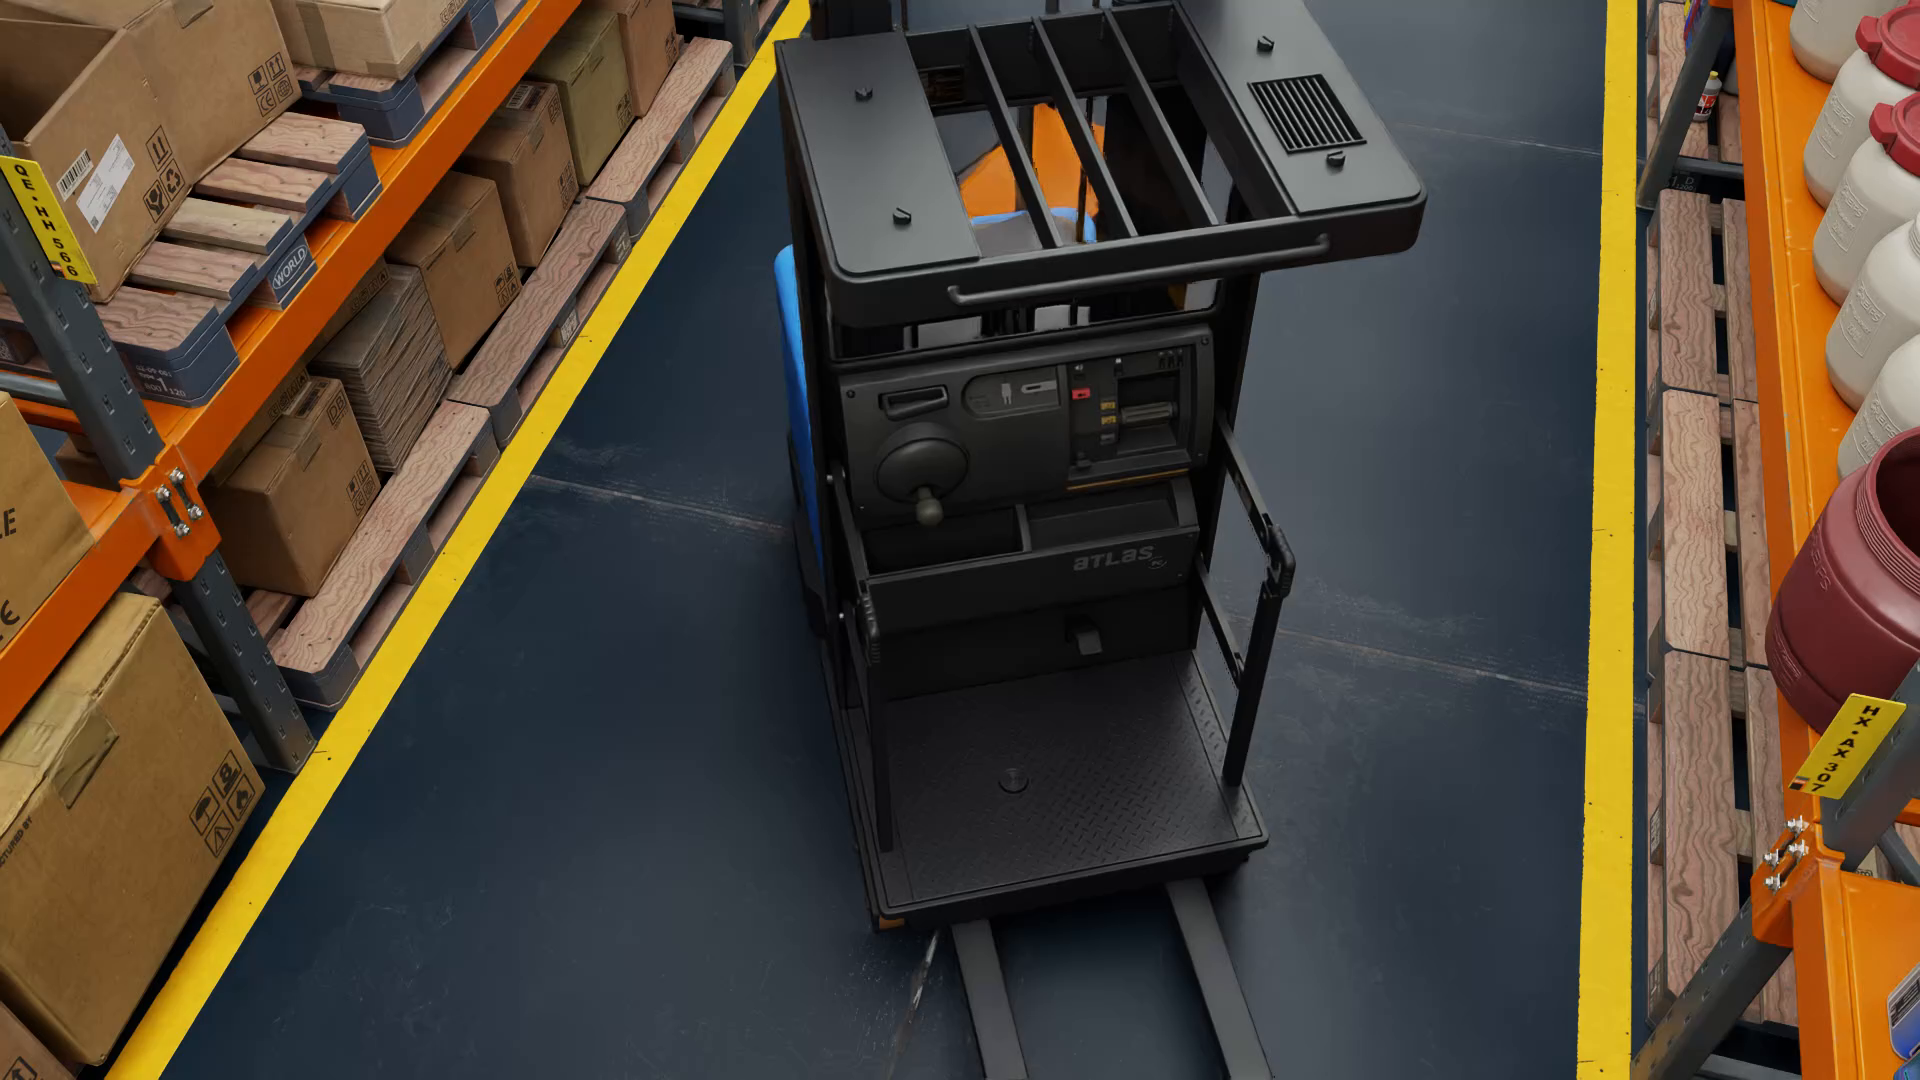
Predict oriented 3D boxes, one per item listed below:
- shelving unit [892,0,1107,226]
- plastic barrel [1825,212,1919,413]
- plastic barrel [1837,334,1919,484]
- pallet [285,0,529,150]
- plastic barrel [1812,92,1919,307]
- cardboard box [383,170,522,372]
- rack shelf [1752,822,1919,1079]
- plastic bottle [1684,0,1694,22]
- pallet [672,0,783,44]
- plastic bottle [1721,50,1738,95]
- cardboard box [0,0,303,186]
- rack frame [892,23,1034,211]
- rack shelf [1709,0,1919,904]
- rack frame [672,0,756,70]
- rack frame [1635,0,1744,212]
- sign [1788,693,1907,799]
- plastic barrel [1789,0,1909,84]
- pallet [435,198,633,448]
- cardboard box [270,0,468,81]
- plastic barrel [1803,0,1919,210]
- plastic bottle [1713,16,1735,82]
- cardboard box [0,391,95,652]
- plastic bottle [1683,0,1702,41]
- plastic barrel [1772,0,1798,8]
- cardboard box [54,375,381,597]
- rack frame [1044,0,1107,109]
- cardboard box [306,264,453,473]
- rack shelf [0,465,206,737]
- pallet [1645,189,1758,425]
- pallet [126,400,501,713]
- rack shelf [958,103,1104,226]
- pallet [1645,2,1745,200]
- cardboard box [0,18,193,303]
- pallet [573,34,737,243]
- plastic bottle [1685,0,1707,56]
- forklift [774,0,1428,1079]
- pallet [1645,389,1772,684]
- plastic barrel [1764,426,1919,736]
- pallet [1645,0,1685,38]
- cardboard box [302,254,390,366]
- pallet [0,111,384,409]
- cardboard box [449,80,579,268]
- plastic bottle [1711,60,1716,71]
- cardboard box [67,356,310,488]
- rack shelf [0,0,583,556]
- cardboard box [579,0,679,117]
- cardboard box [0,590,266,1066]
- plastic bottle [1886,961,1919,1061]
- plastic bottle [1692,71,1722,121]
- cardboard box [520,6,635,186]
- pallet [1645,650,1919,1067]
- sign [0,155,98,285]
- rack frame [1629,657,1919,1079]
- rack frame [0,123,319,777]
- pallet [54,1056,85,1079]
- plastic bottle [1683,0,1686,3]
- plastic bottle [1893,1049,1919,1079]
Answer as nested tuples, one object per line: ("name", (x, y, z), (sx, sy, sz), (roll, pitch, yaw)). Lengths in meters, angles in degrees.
("shelving unit", (0.264, -1.323, 5.917), (0.587, 1.500, 1.083), (24, 53, 20))
("plastic barrel", (2.453, -0.560, 4.169), (0.421, 0.512, 0.421), (0, 49, 0))
("plastic barrel", (2.343, -0.255, 3.900), (0.421, 0.512, 0.421), (0, 49, 0))
("pallet", (-2.019, -1.786, 5.454), (1.003, 0.211, 1.213), (12, 50, 10))
("plastic barrel", (2.560, -0.878, 4.434), (0.433, 0.535, 0.433), (0, 49, 0))
("cardboard box", (-2.067, -1.032, 6.034), (0.700, 0.500, 0.500), (15, 50, 13))
("rack shelf", (1.751, 2.253, 2.241), (1.077, 0.370, 4.000), (12, 50, 10))
("plastic bottle", (3.358, -2.490, 7.420), (0.144, 0.351, 0.185), (11, 50, 10))
("pallet", (-1.305, -2.873, 8.145), (1.003, 0.211, 1.213), (12, 50, 10))
("plastic bottle", (3.361, -2.089, 7.066), (0.144, 0.351, 0.185), (12, 50, 10))
("cardboard box", (-2.346, -1.404, 4.641), (0.700, 0.500, 0.500), (18, 51, 16))
("rack frame", (0.005, -1.003, 5.635), (0.500, 1.500, 0.032), (24, 53, 20))
("rack shelf", (2.804, -0.641, 4.795), (1.077, 0.370, 4.000), (12, 50, 10))
("rack frame", (-1.448, -3.303, 6.664), (1.000, 3.000, 0.127), (12, 50, 10))
("rack frame", (3.331, -2.325, 5.802), (1.000, 3.000, 0.127), (12, 50, 10))
("sign", (1.745, 0.410, 3.278), (0.100, 0.325, 0.005), (12, 50, 10))
("plastic barrel", (2.867, -1.722, 5.178), (0.433, 0.535, 0.433), (0, 49, 0))
("pallet", (-1.970, -0.931, 6.431), (1.003, 0.211, 1.213), (12, 50, 10))
("cardboard box", (-1.837, -1.666, 5.039), (0.500, 0.250, 0.500), (10, 49, 9))
("plastic barrel", (2.674, -1.191, 4.710), (0.433, 0.535, 0.433), (0, 49, 0))
("plastic bottle", (3.222, -2.117, 7.091), (0.144, 0.351, 0.185), (10, 49, 9))
("cardboard box", (-2.391, -0.037, 3.715), (0.500, 0.500, 0.500), (13, 50, 11))
("plastic bottle", (3.275, -2.360, 7.350), (0.061, 0.283, 0.133), (15, 50, 13))
("plastic barrel", (2.937, -2.272, 5.420), (0.600, 0.901, 0.708), (12, 50, 10))
("cardboard box", (-2.343, -0.217, 5.314), (0.700, 0.500, 0.500), (9, 49, 8))
("rack frame", (0.532, -1.654, 6.210), (0.500, 1.500, 0.032), (24, 53, 20))
("cardboard box", (-2.210, -0.620, 5.671), (0.700, 0.500, 0.500), (8, 49, 7))
("rack shelf", (-3.027, 1.275, 3.104), (1.077, 0.370, 4.000), (12, 50, 10))
("pallet", (3.161, -0.827, 6.339), (1.003, 0.211, 1.213), (12, 50, 10))
("pallet", (-2.293, -0.052, 5.655), (1.003, 0.211, 1.213), (12, 50, 10))
("rack shelf", (0.269, -1.210, 6.057), (0.538, 0.185, 1.000), (24, 53, 20))
("pallet", (3.548, -1.880, 7.269), (1.003, 0.211, 1.213), (12, 50, 10))
("cardboard box", (-2.397, -0.980, 4.268), (0.500, 0.500, 0.500), (6, 49, 5))
("pallet", (-1.651, -1.817, 7.213), (1.003, 0.211, 1.213), (12, 50, 10))
("plastic bottle", (3.273, -2.256, 7.214), (0.144, 0.351, 0.185), (9, 49, 8))
("forklift", (0.222, -0.175, 3.950), (1.130, 2.935, 3.031), (-9, 49, -8))
("pallet", (2.842, 0.058, 5.558), (1.003, 0.211, 1.213), (12, 50, 10))
("plastic barrel", (2.108, 0.127, 3.546), (0.600, 0.536, 0.708), (12, 50, 10))
("pallet", (3.867, -2.765, 8.050), (1.003, 0.211, 1.213), (12, 50, 10))
("cardboard box", (-2.223, -0.852, 5.375), (0.500, 0.250, 0.500), (17, 51, 14))
("pallet", (-2.416, -0.883, 4.656), (1.213, 0.211, 1.003), (12, 50, 10))
("cardboard box", (-1.921, -1.435, 6.390), (0.700, 0.500, 0.500), (8, 49, 7))
("plastic bottle", (3.139, -1.985, 7.020), (0.061, 0.283, 0.133), (14, 50, 12))
("cardboard box", (-2.353, -0.467, 5.035), (0.500, 0.250, 0.500), (13, 50, 12))
("rack shelf", (-1.974, -1.618, 5.657), (1.077, 0.370, 4.000), (12, 50, 10))
("cardboard box", (-1.630, -2.181, 7.048), (0.700, 0.500, 0.500), (8, 49, 7))
("cardboard box", (-2.702, 0.650, 4.313), (1.225, 0.875, 0.875), (9, 49, 8))
("plastic bottle", (1.852, 0.858, 3.075), (0.152, 0.276, 0.135), (12, 50, 10))
("plastic bottle", (3.126, -1.869, 6.972), (0.097, 0.201, 0.097), (0, 49, 0))
("cardboard box", (-1.774, -1.840, 6.747), (0.700, 0.500, 0.500), (11, 50, 10))
("pallet", (2.519, 0.938, 4.781), (1.003, 0.211, 1.213), (12, 50, 10))
("sign", (-1.964, -0.686, 3.582), (0.100, 0.325, 0.005), (12, 50, 10))
("rack frame", (2.278, 0.568, 3.248), (1.000, 3.000, 0.127), (12, 50, 10))
("rack frame", (-2.500, -0.410, 4.111), (1.000, 3.000, 0.127), (12, 50, 10))
("pallet", (-2.781, 1.069, 4.666), (1.003, 0.211, 1.213), (12, 50, 10))
("plastic bottle", (3.404, -2.582, 7.551), (0.152, 0.276, 0.135), (12, 50, 11))
("plastic bottle", (1.795, 0.938, 3.007), (0.097, 0.271, 0.097), (0, 49, 0))
